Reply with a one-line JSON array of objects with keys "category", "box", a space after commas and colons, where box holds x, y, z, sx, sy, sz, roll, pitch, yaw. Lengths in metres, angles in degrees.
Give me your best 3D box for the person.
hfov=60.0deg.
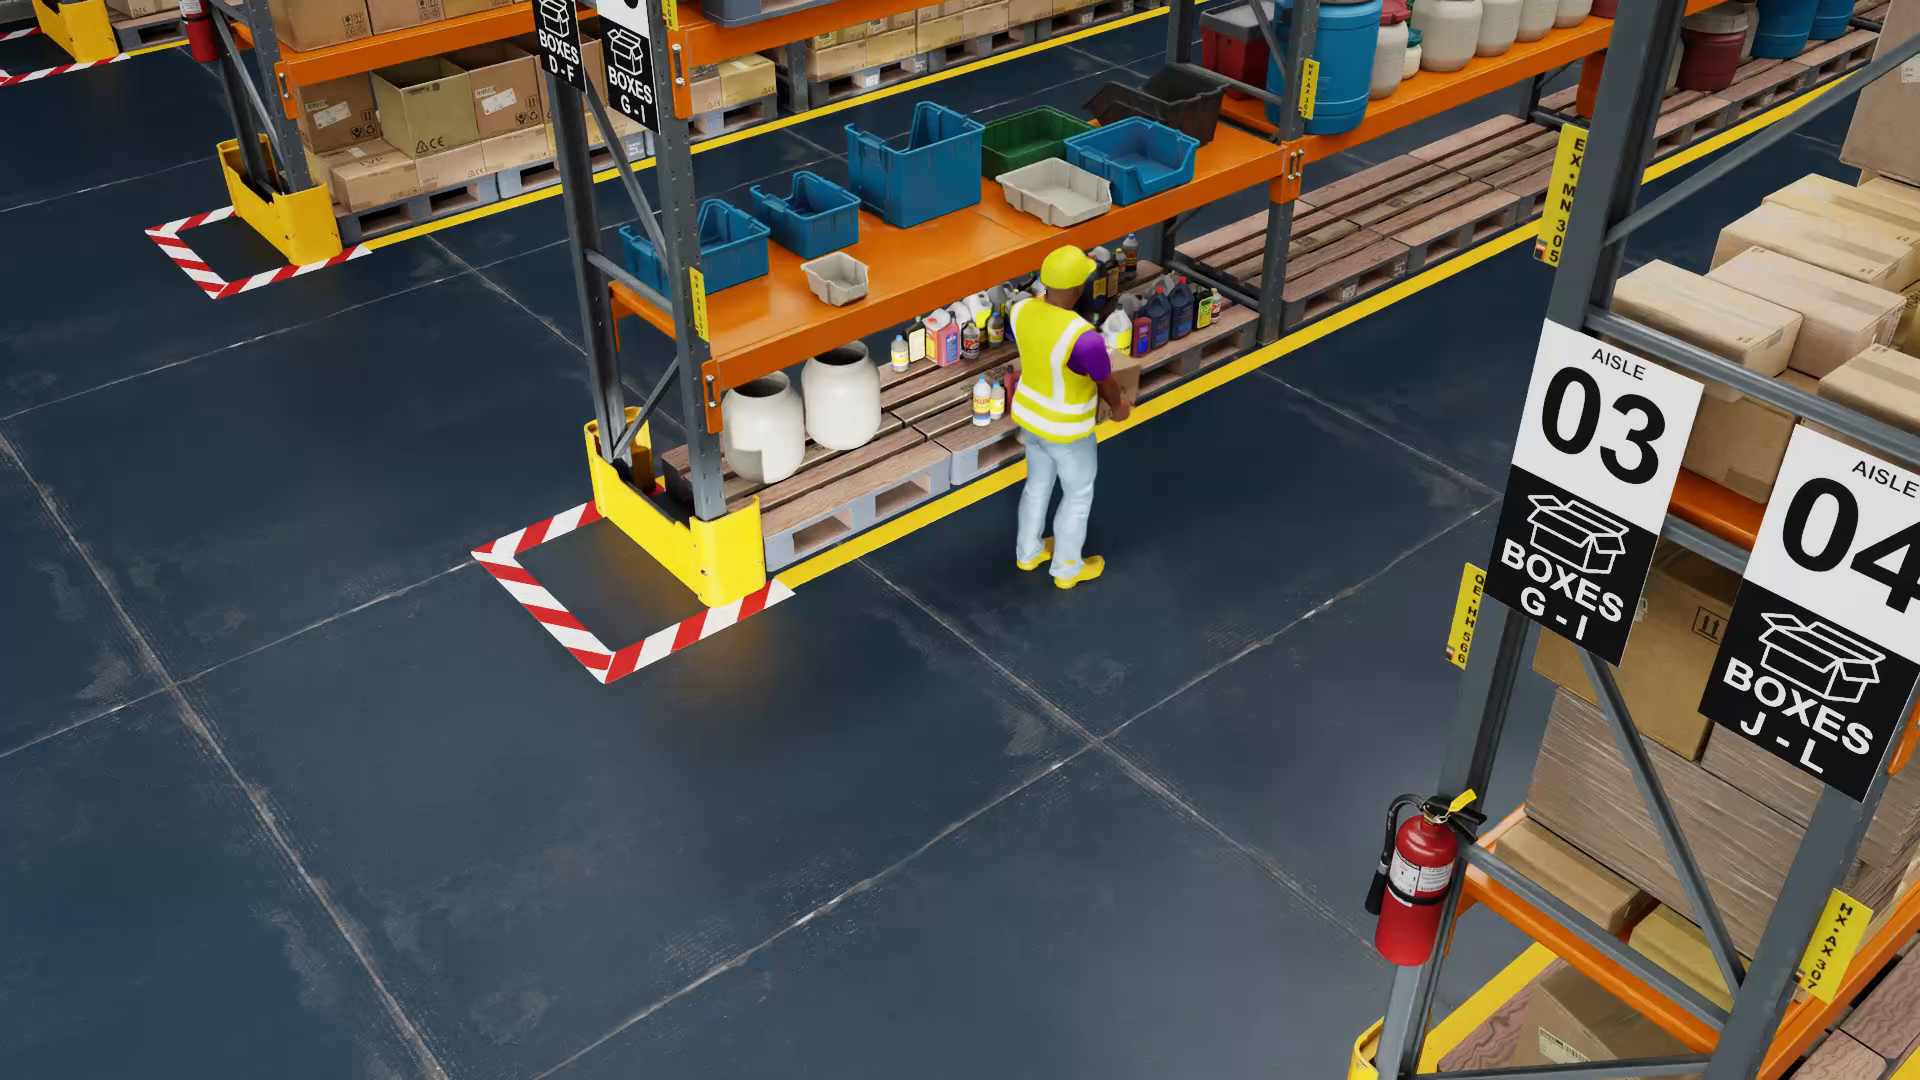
[{"category": "person", "box": [0.525, -0.600, 7.896, 0.566, 1.762, 0.505, -27, 44, -32]}]
